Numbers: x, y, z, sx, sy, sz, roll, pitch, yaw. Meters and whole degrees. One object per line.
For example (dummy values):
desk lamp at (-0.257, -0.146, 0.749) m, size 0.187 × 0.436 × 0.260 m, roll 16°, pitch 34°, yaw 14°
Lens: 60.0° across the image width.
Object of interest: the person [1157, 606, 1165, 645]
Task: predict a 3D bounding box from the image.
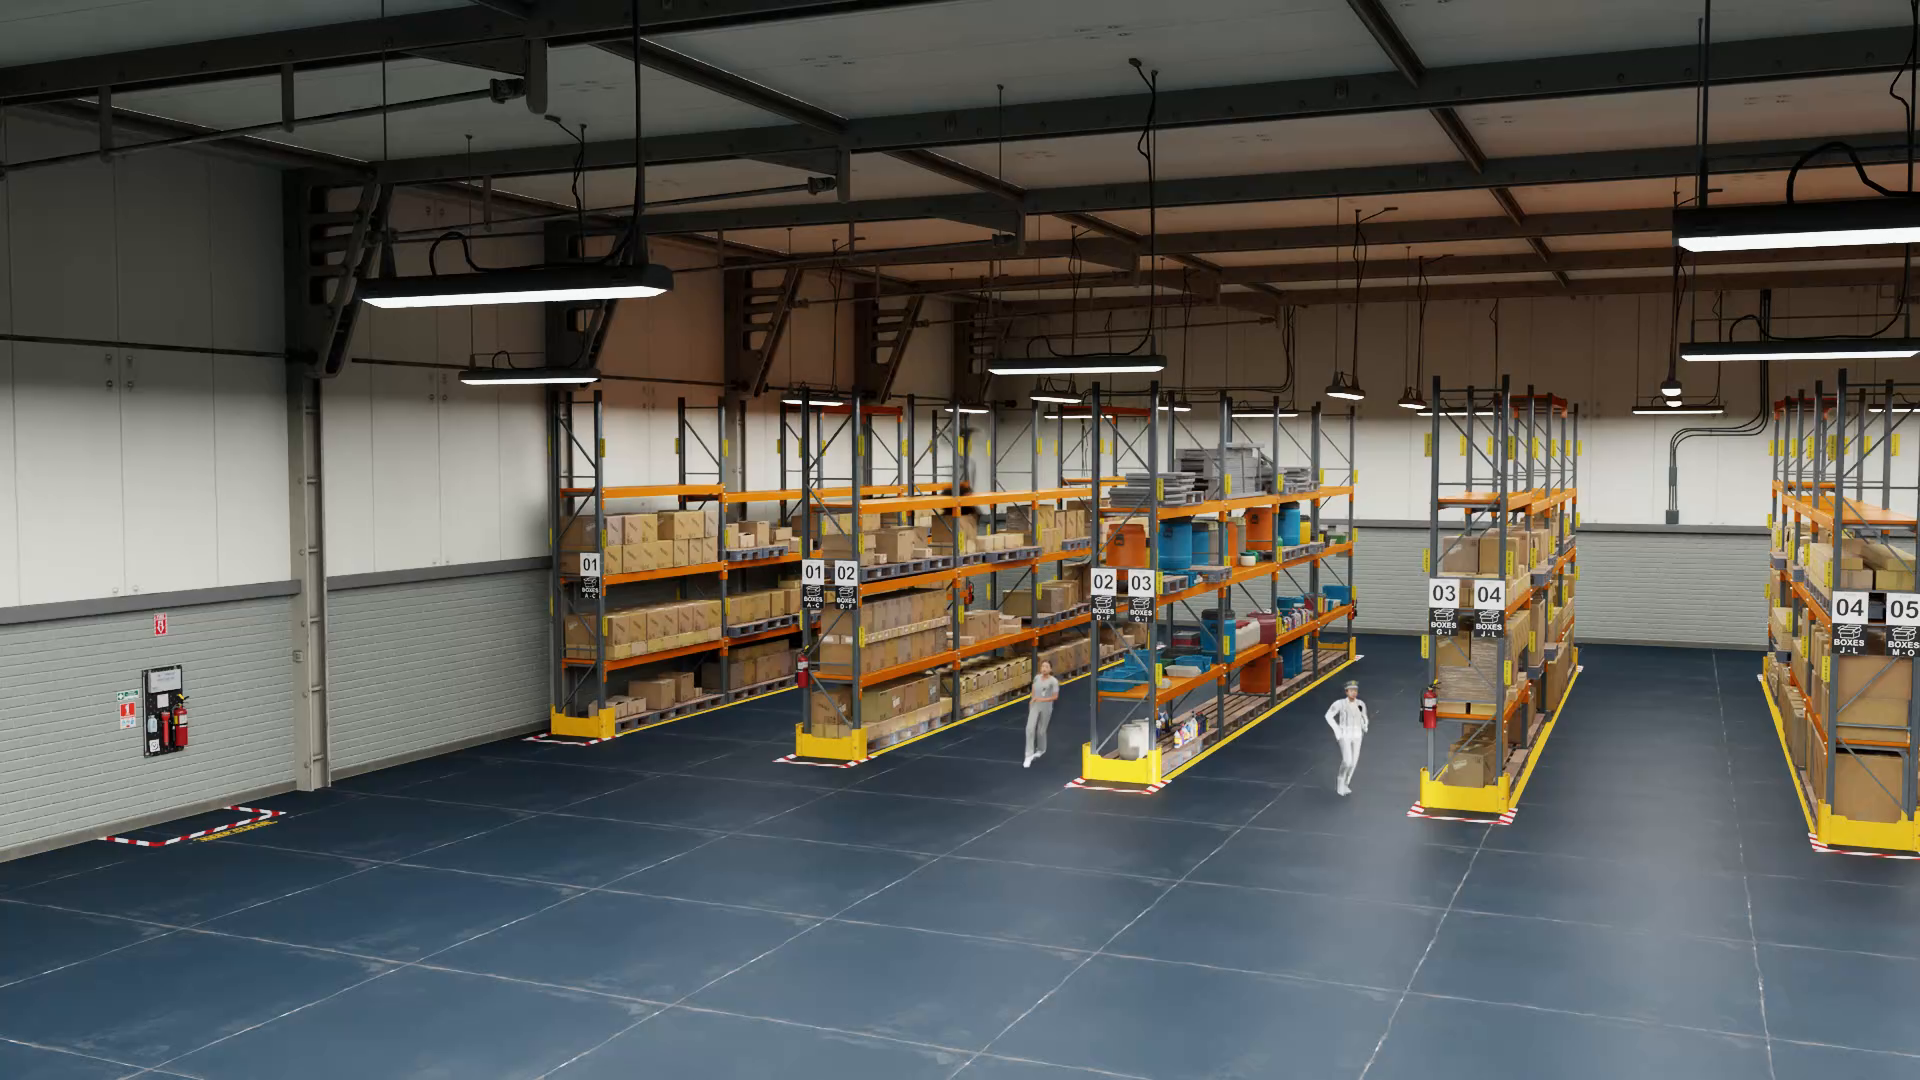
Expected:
person at (4.834, 1.866, 42.365) m, size 0.809 × 1.596 × 0.568 m, roll 3°, pitch 4°, yaw 38°

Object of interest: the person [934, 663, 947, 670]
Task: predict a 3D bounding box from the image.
person at (-0.421, 2.323, 34.510) m, size 0.593 × 1.557 × 0.713 m, roll 1°, pitch 3°, yaw 22°

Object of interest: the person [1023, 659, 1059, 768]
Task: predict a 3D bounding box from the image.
person at (1.313, 2.722, 26.310) m, size 0.552 × 1.664 × 0.853 m, roll 1°, pitch 3°, yaw 21°

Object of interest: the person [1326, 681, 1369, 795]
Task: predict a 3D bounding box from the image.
person at (5.600, 2.842, 23.853) m, size 0.587 × 1.666 × 0.614 m, roll -1°, pitch 3°, yaw -9°
